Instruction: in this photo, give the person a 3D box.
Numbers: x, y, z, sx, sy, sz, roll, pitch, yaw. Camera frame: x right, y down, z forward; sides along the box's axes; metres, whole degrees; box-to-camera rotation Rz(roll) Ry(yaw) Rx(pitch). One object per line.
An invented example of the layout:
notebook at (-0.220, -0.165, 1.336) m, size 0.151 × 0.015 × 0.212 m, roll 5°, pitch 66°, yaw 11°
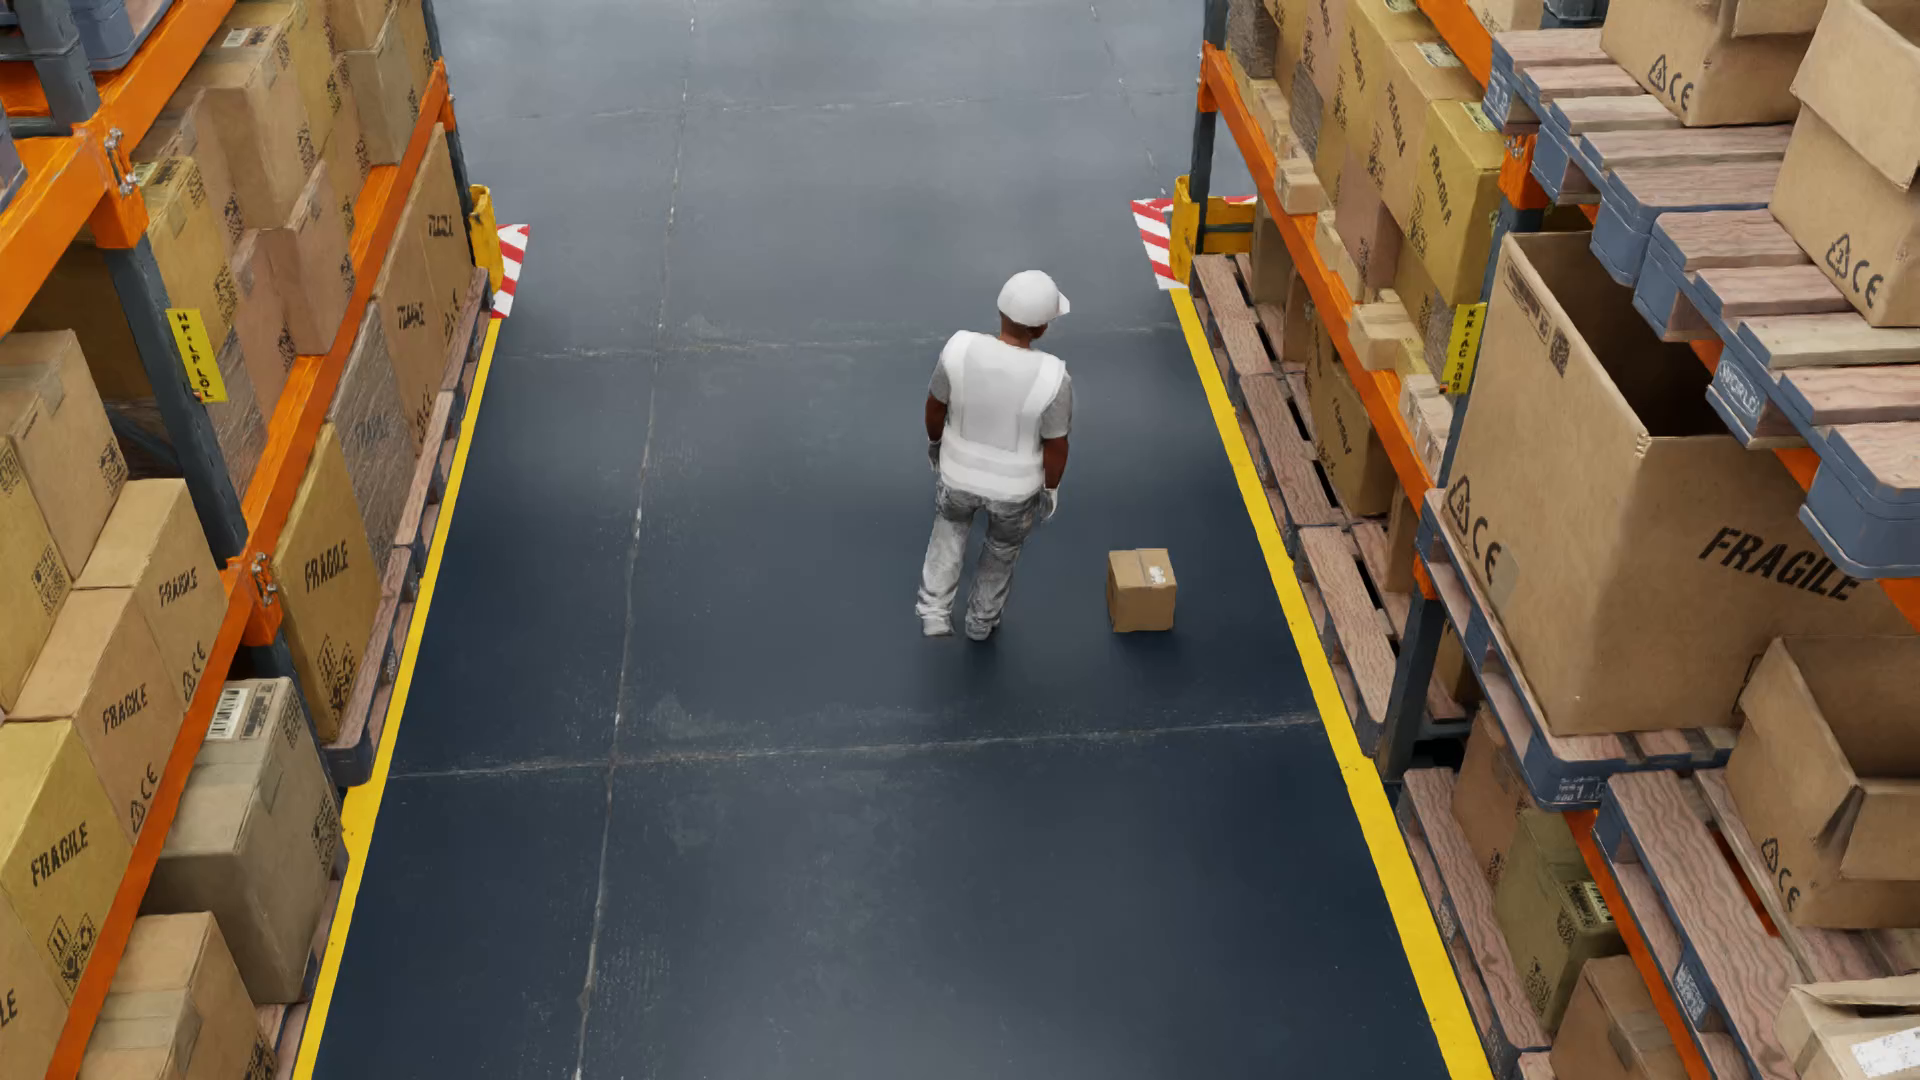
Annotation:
person at (0.132, -0.250, 6.458) m, size 0.606 × 1.766 × 0.604 m, roll 12°, pitch 40°, yaw 14°
